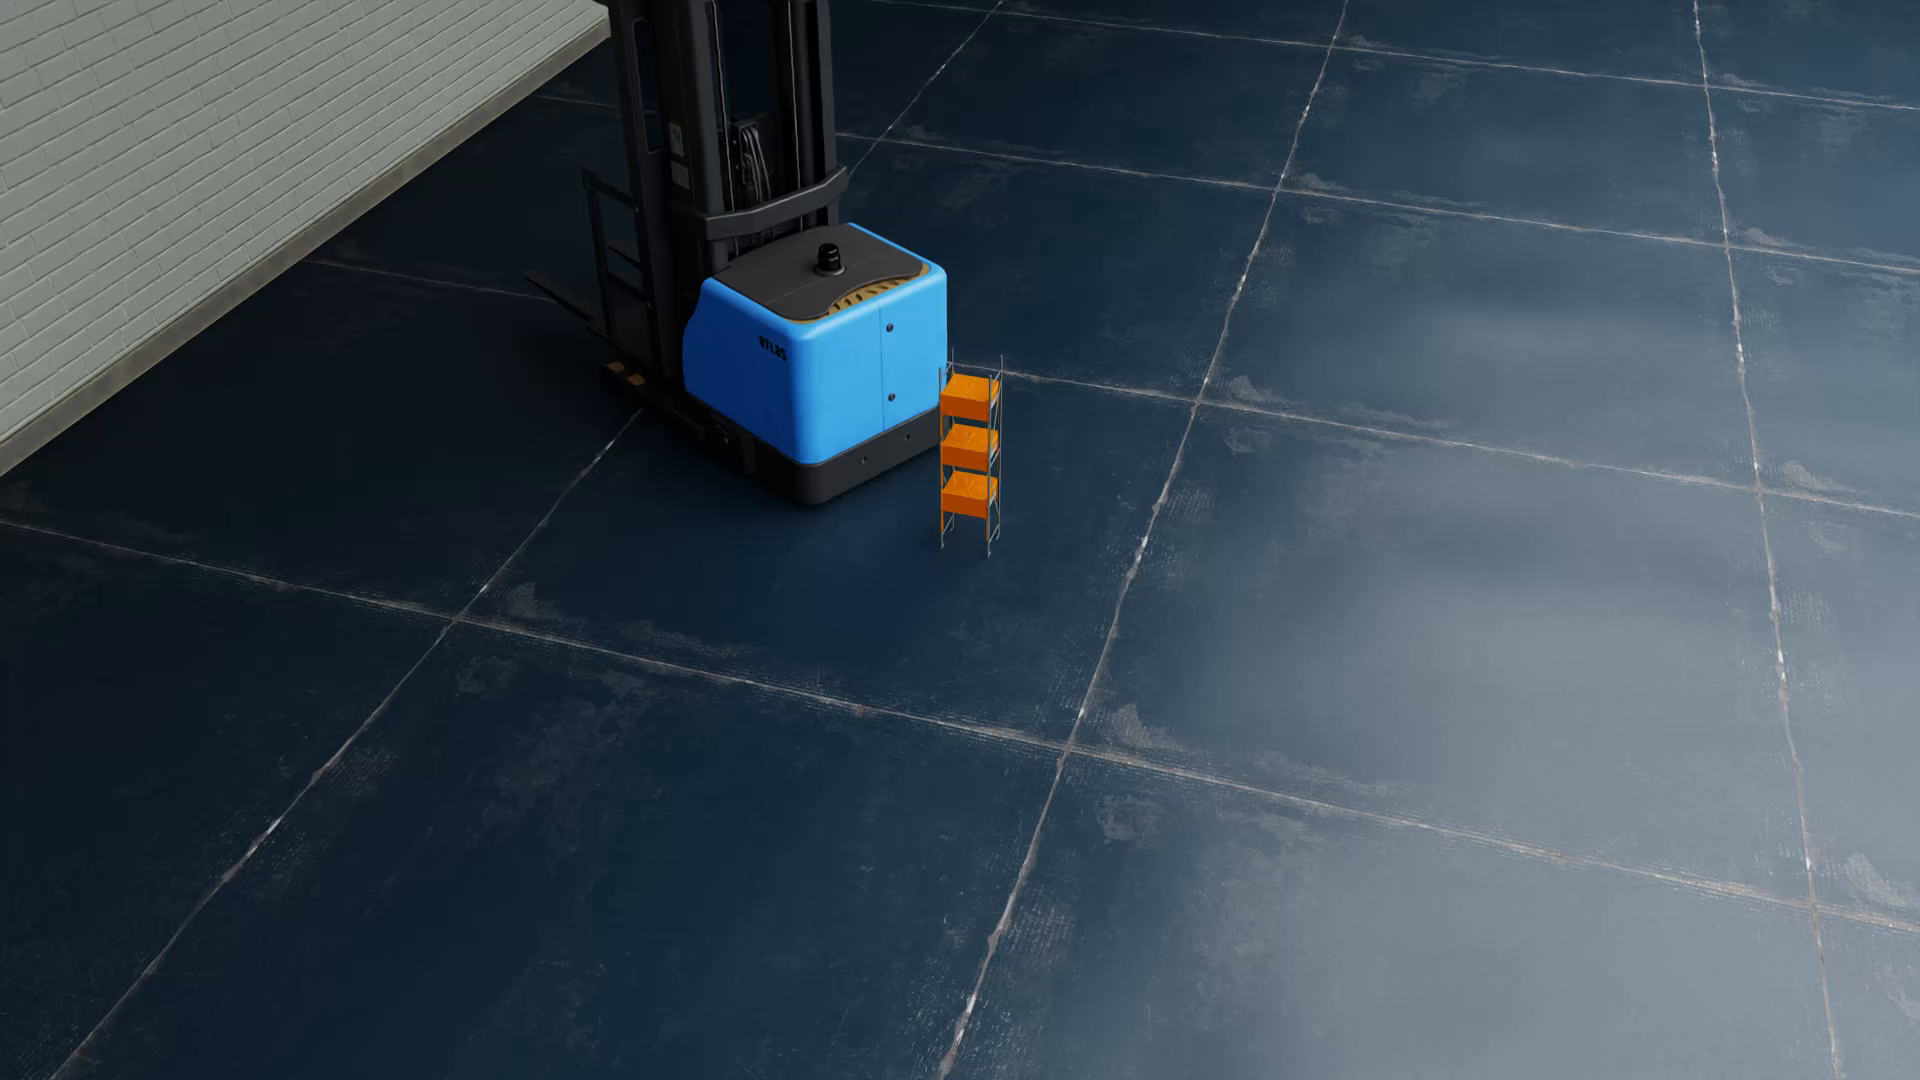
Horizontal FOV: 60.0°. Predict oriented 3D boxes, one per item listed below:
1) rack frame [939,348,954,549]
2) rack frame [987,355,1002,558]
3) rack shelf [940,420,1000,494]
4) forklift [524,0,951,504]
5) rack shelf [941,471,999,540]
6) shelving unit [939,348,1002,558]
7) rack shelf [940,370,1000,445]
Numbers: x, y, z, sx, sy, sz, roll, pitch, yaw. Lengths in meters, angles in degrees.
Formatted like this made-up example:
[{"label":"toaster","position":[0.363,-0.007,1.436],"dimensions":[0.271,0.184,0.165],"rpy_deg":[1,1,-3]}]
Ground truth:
[{"label":"rack frame","position":[-0.065,-0.435,8.140],"dimensions":[0.008,1.050,0.200],"rpy_deg":[10,38,14]},{"label":"rack frame","position":[0.168,-0.392,8.082],"dimensions":[0.008,1.050,0.200],"rpy_deg":[10,38,14]},{"label":"rack shelf","position":[0.051,-0.405,8.117],"dimensions":[0.240,0.259,0.215],"rpy_deg":[10,38,14]},{"label":"forklift","position":[-1.428,-2.144,8.876],"dimensions":[1.130,2.935,3.031],"rpy_deg":[-29,45,-34]},{"label":"rack shelf","position":[0.051,-0.181,8.282],"dimensions":[0.240,0.259,0.215],"rpy_deg":[10,38,14]},{"label":"shelving unit","position":[0.051,-0.413,8.111],"dimensions":[0.252,1.050,0.215],"rpy_deg":[10,38,14]},{"label":"rack shelf","position":[0.051,-0.633,7.949],"dimensions":[0.240,0.259,0.215],"rpy_deg":[10,38,14]}]
